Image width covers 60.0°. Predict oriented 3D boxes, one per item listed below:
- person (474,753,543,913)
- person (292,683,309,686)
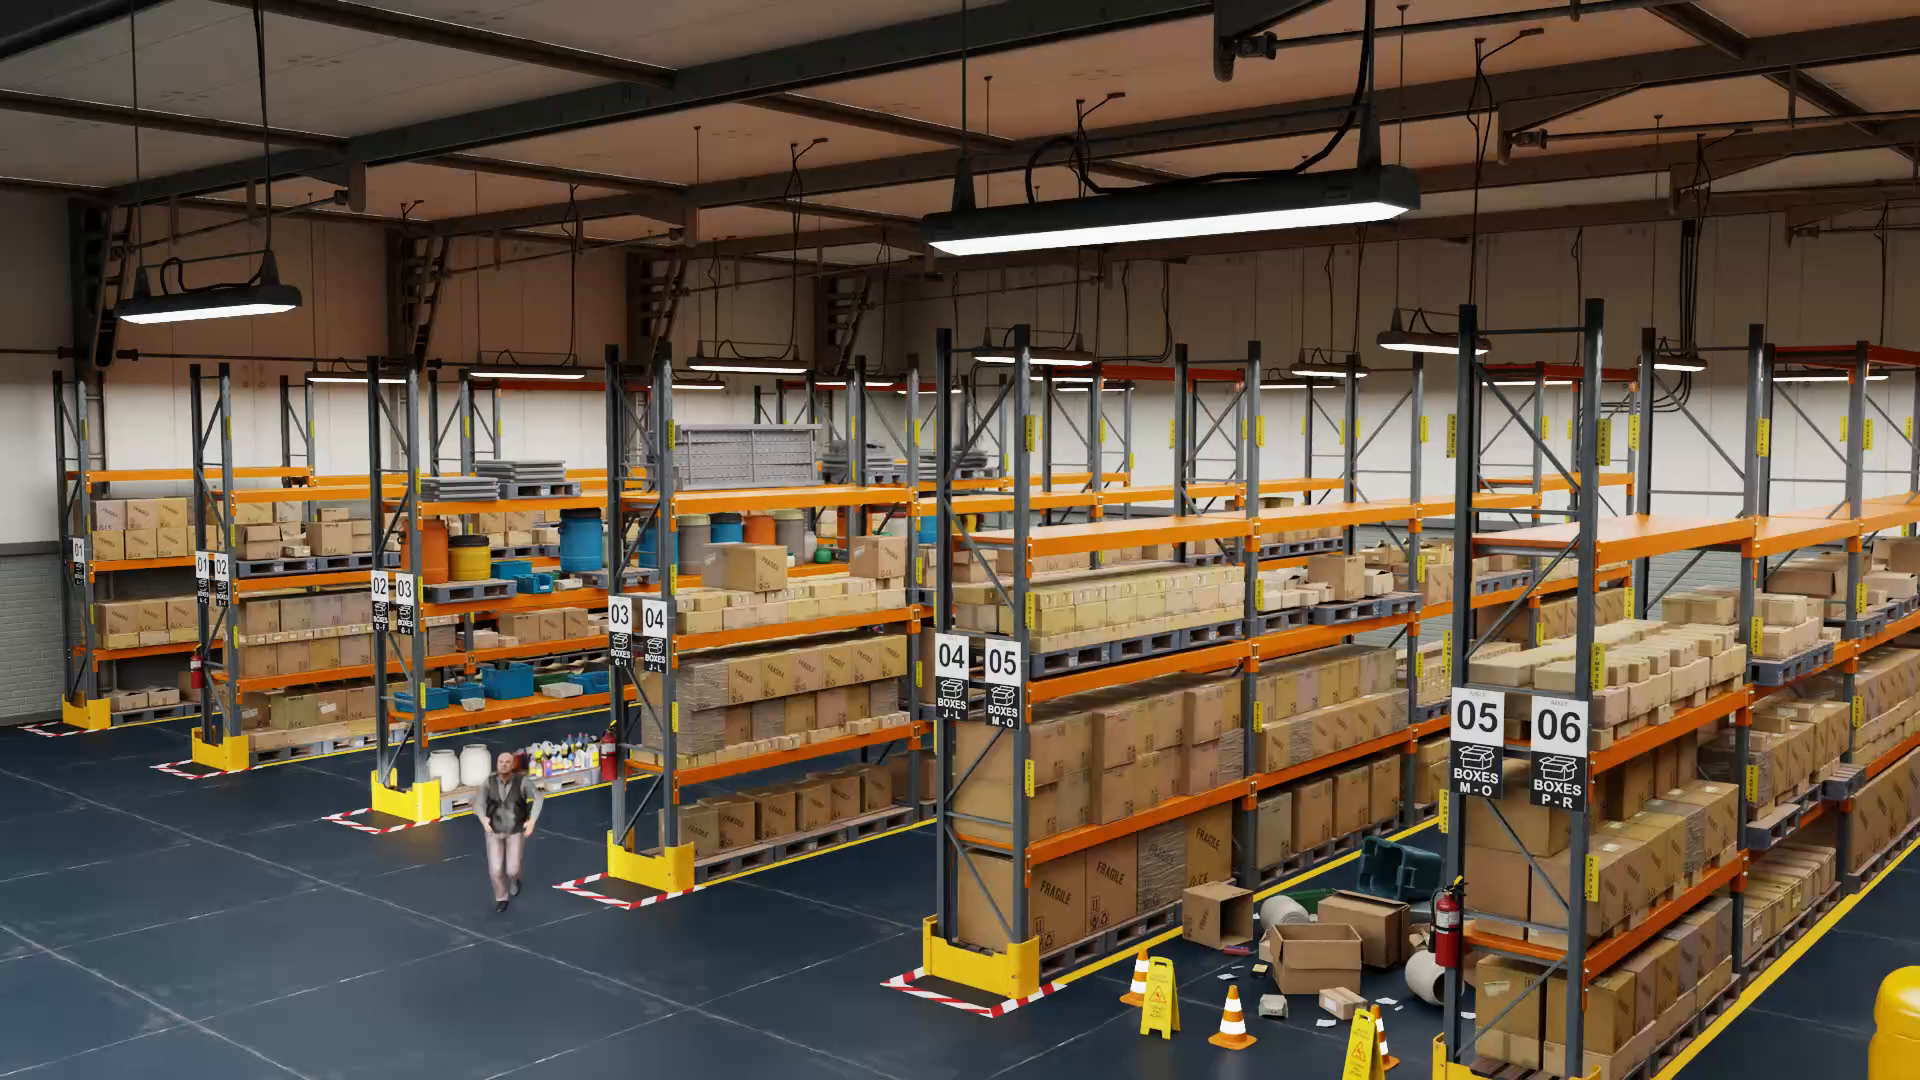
[{"bbox_3d":[-4.766,3.072,17.545,0.705,1.680,0.619,0,4,-7],"label":"person"},{"bbox_3d":[-10.888,2.396,27.522,0.540,1.643,0.963,3,5,38],"label":"person"}]
